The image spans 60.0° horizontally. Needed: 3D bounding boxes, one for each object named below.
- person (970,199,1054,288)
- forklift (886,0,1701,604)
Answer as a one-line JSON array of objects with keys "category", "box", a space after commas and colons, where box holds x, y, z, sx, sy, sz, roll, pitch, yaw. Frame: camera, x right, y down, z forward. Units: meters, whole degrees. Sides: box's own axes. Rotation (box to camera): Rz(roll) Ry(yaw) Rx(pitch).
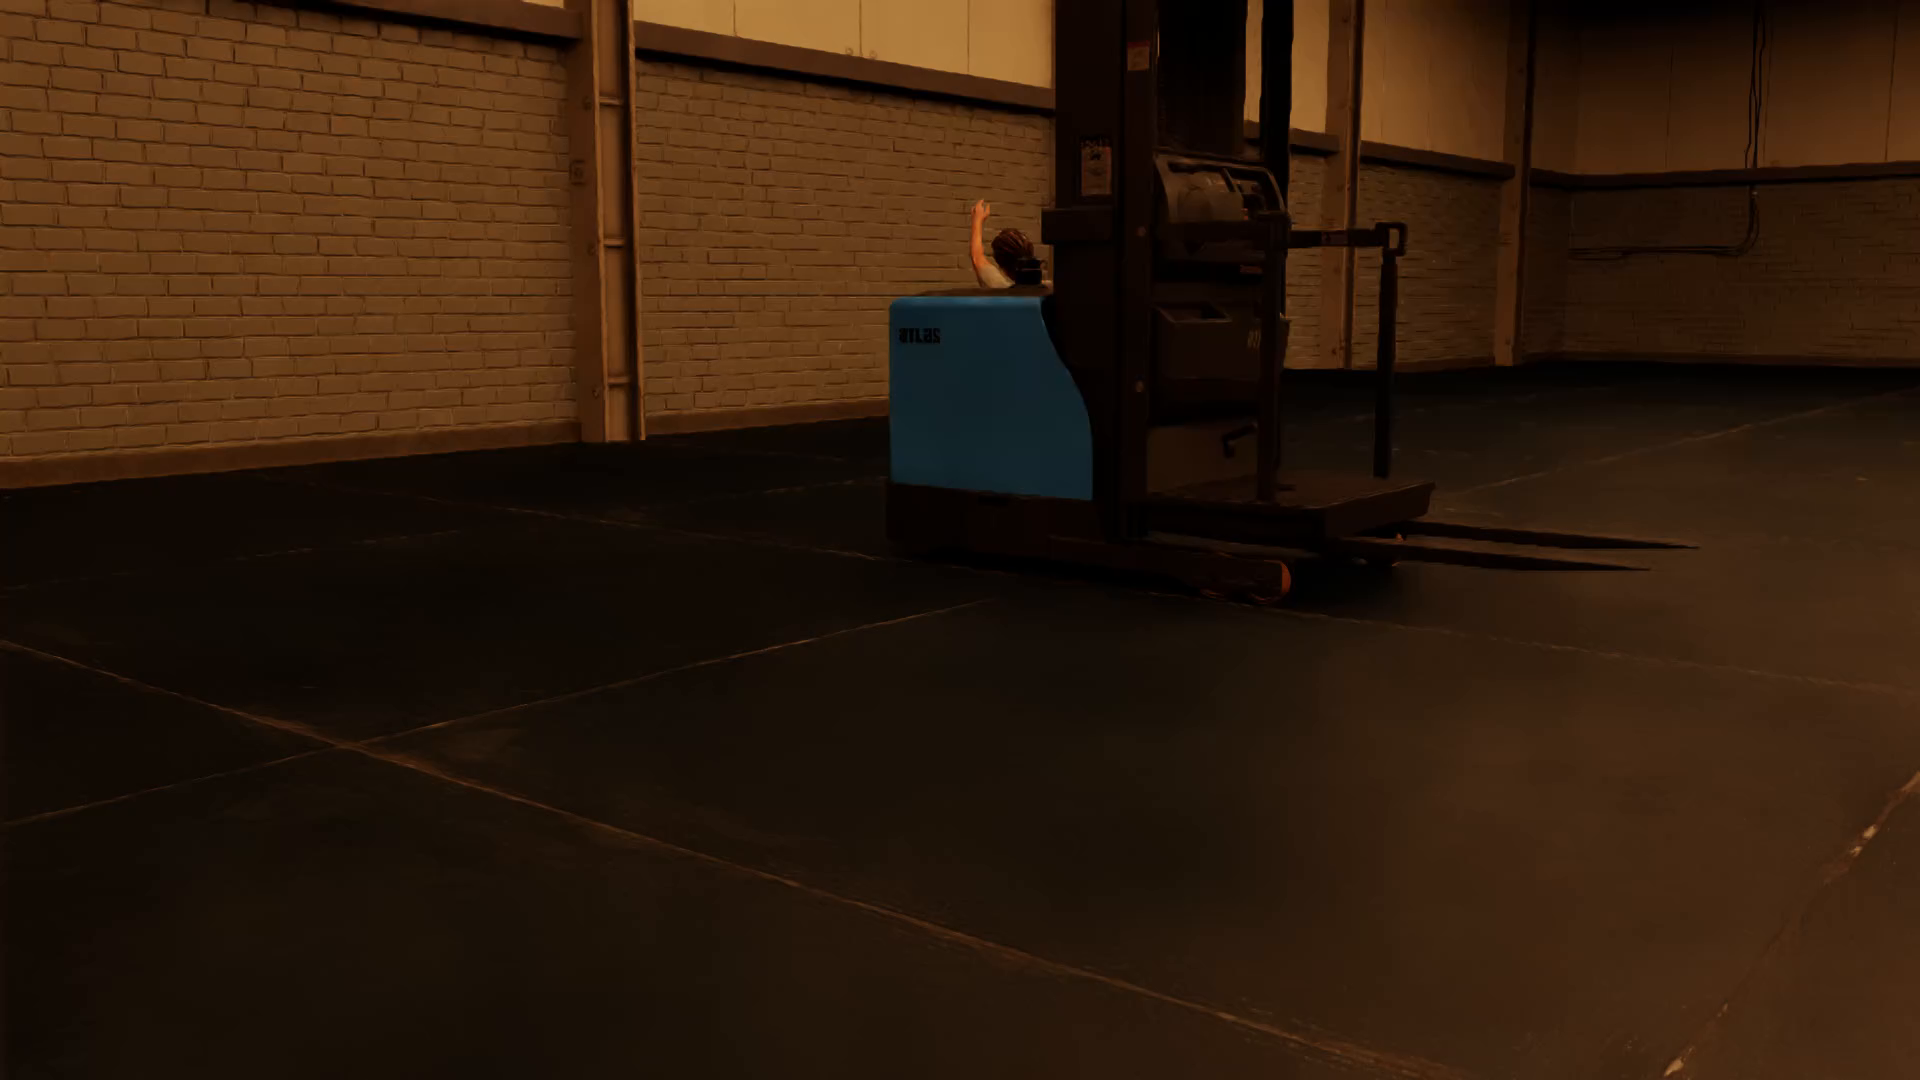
[{"category": "person", "box": [0.376, -0.832, 7.786, 0.850, 1.537, 0.729, 6, 10, 36]}, {"category": "forklift", "box": [1.168, -1.310, 6.236, 3.031, 2.935, 1.130, 6, 10, 37]}]
